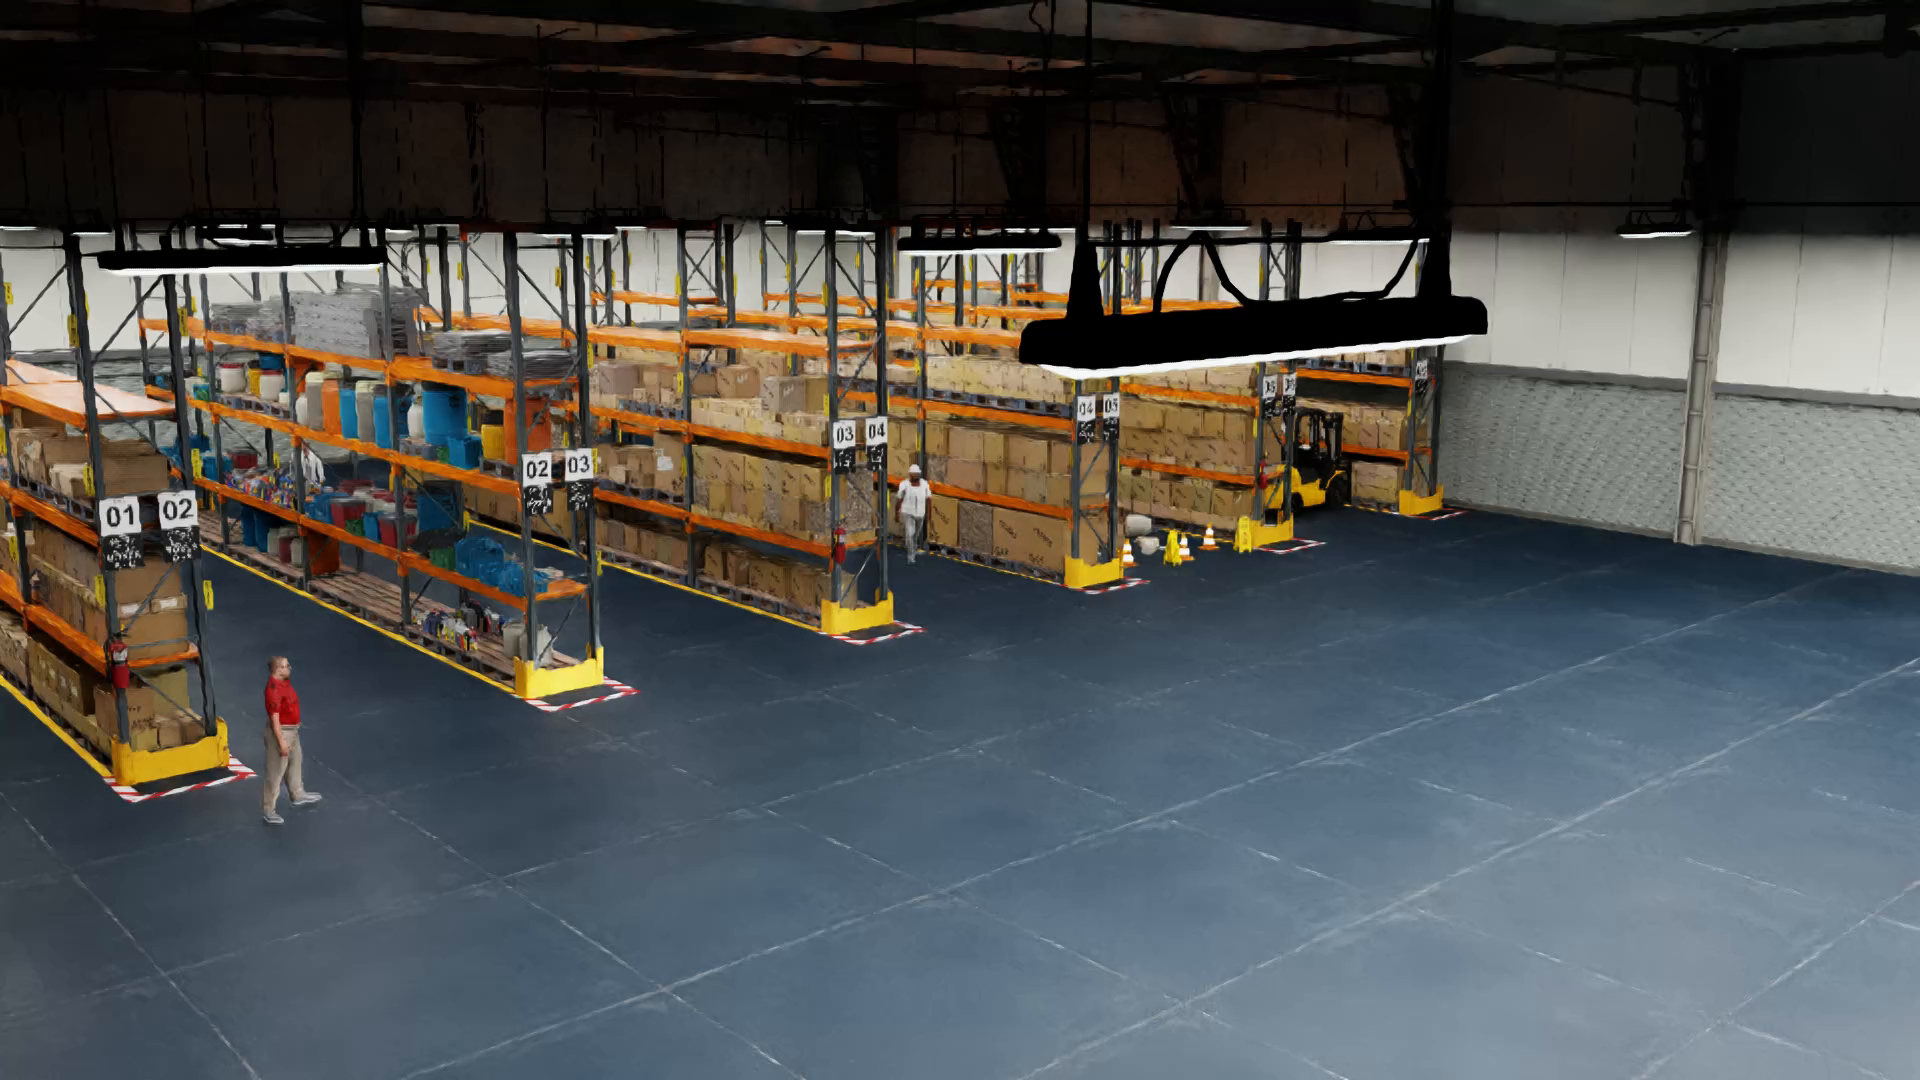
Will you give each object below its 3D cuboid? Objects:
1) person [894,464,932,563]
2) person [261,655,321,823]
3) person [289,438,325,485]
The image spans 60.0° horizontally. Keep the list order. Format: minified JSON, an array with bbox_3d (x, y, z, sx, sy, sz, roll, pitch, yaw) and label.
[{"bbox_3d":[-0.795,-0.478,28.522,0.618,1.698,0.960,-4,12,-20],"label":"person"},{"bbox_3d":[-7.084,2.028,17.411,0.519,1.722,0.728,-2,12,-10],"label":"person"},{"bbox_3d":[-13.113,-1.200,33.432,0.603,1.725,1.110,-10,15,-41],"label":"person"}]
